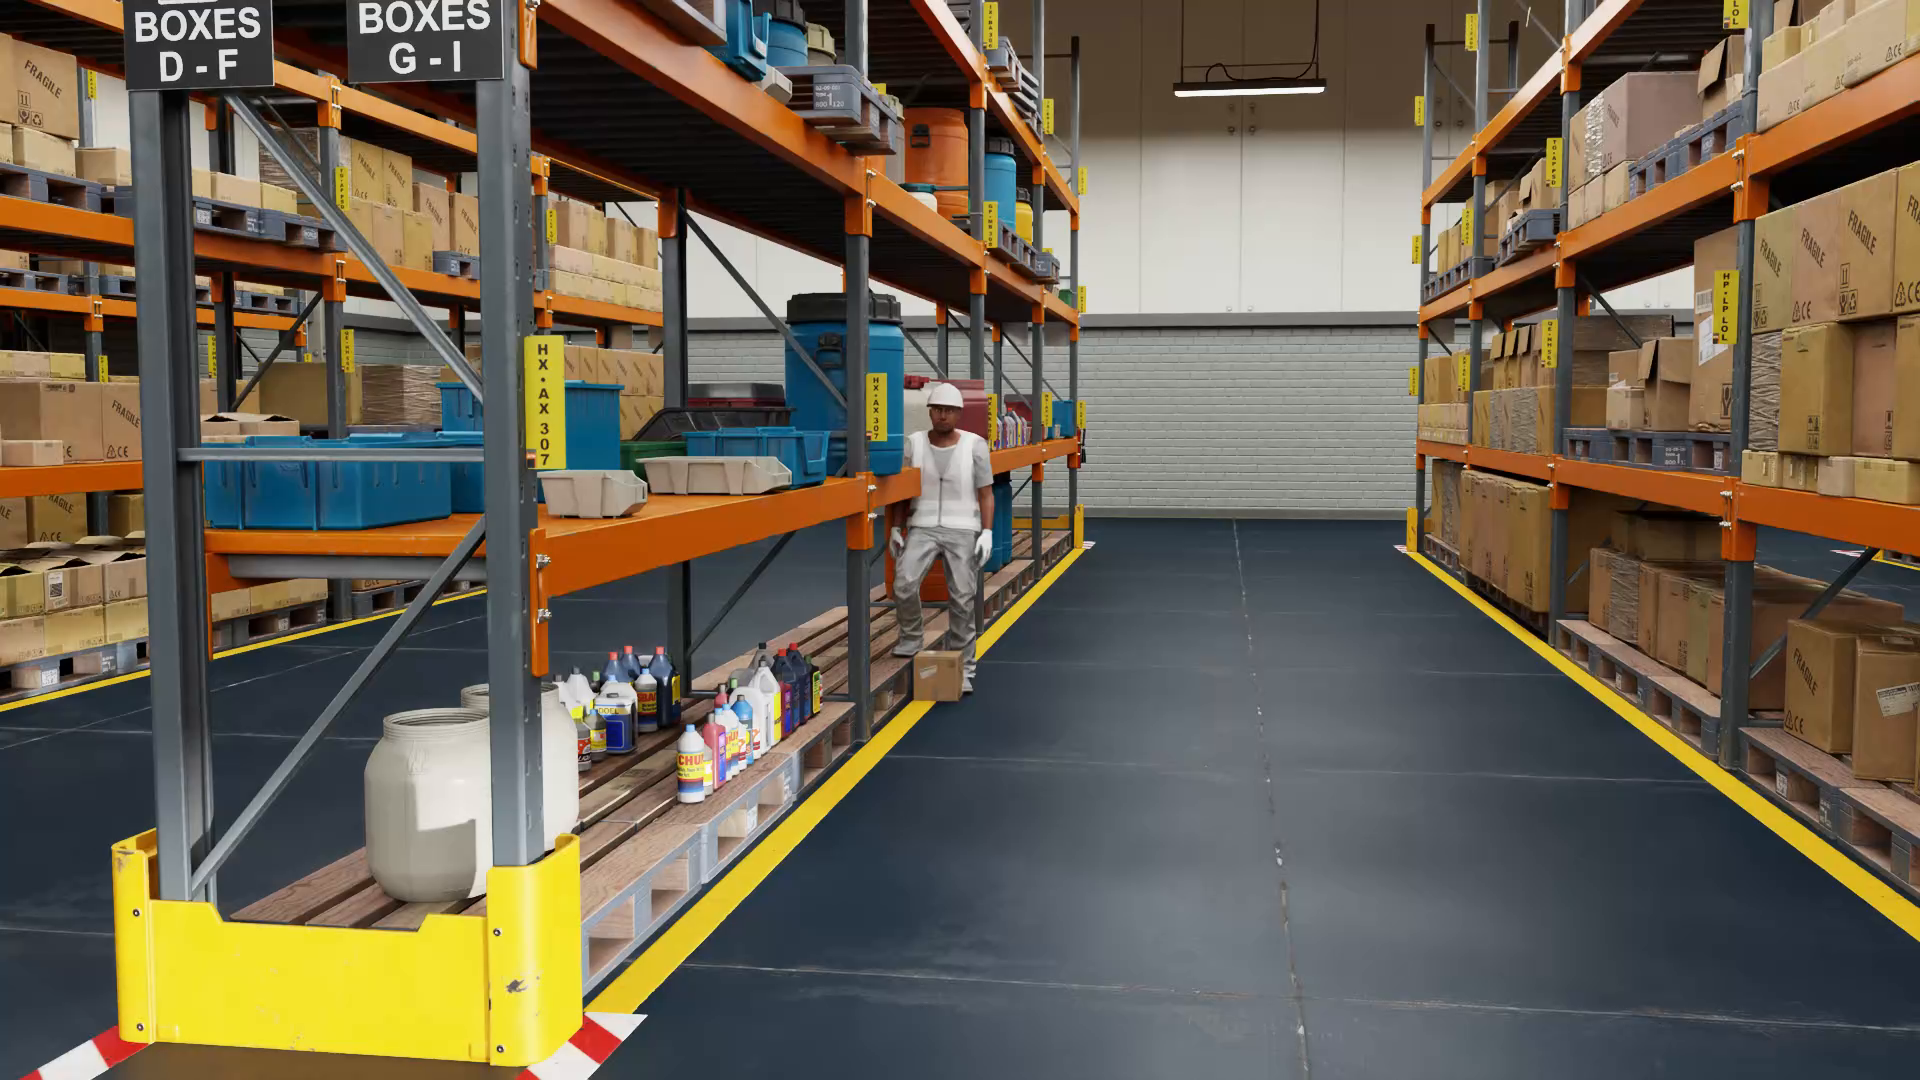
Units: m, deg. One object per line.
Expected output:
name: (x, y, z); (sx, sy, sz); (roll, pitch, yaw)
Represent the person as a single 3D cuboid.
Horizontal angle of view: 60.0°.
person: (-0.109, -0.008, 9.564); (0.606, 1.782, 0.524); (1, 4, 7)
